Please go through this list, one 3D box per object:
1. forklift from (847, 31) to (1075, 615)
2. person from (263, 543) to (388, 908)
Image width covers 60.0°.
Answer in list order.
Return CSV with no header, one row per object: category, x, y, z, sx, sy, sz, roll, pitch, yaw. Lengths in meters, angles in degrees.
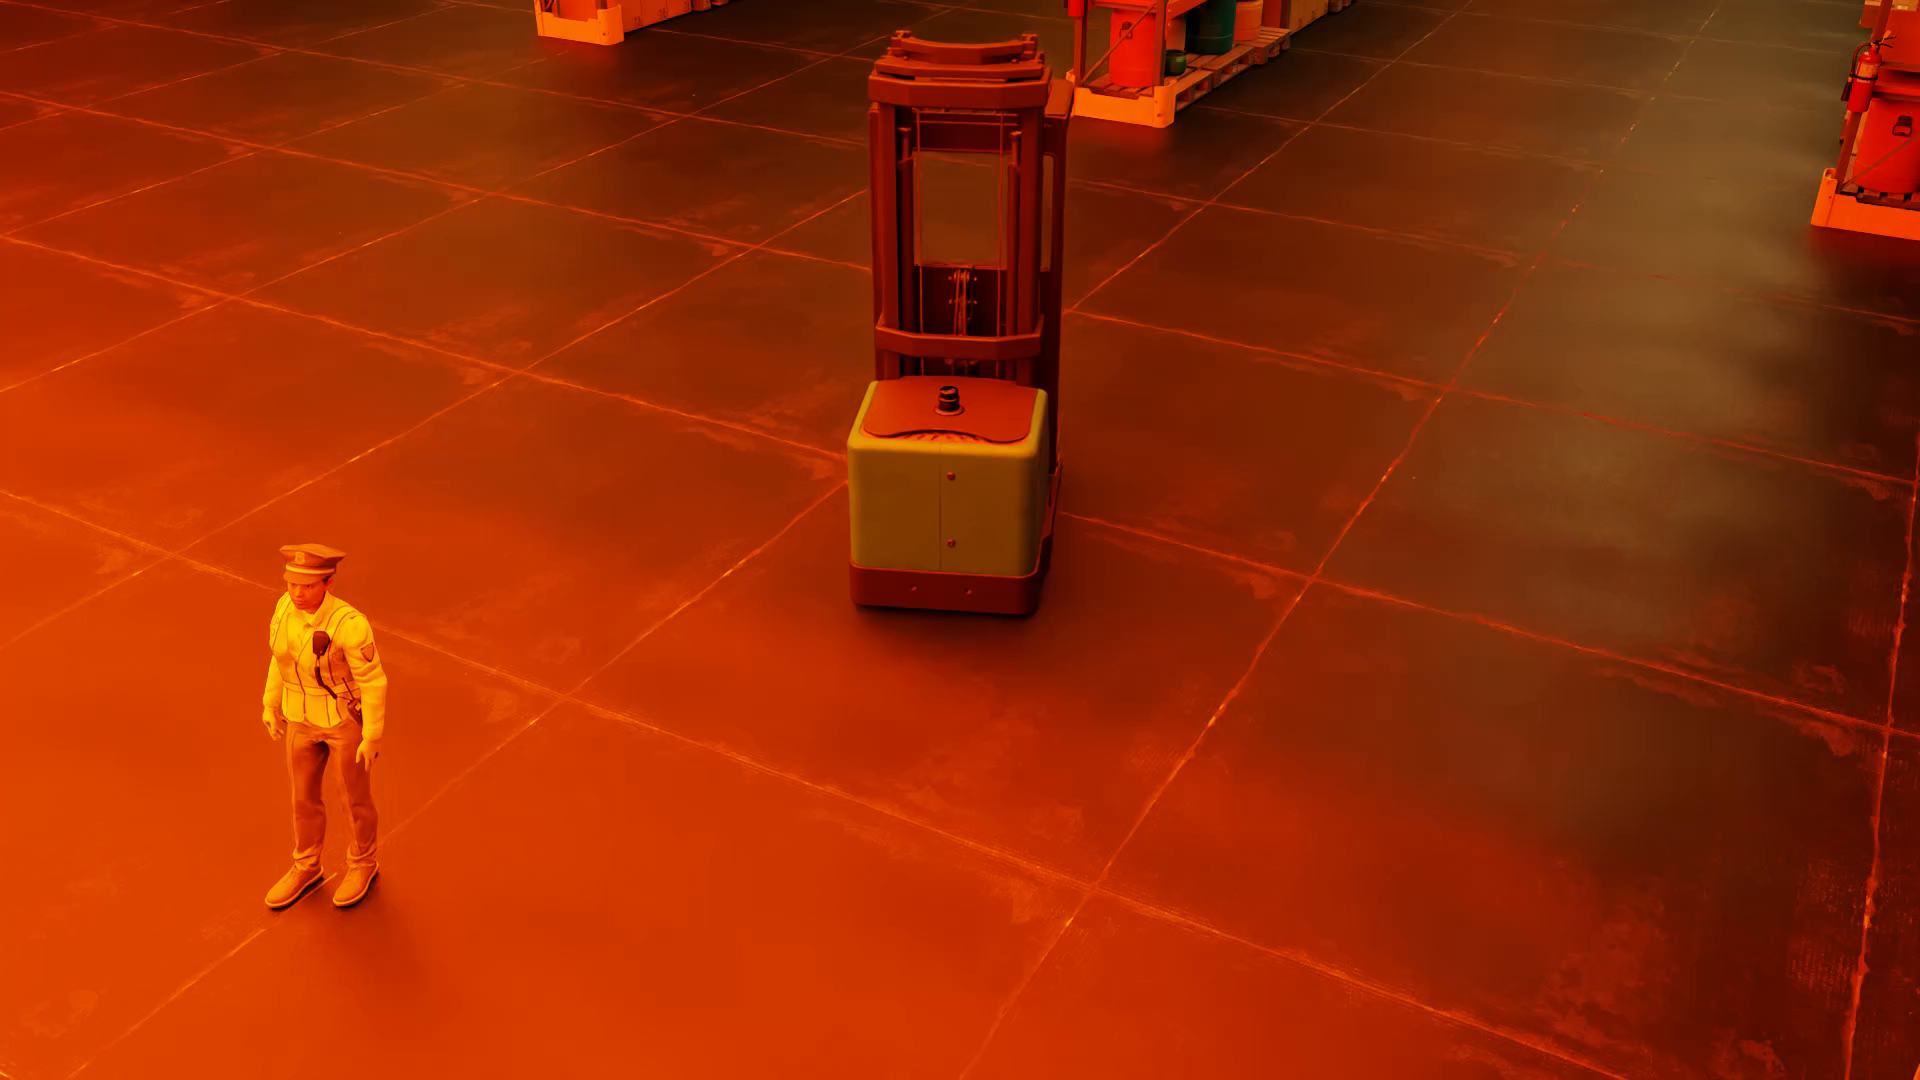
forklift,0.072,-1.572,9.794,1.130,2.935,3.031,3,30,6
person,-2.678,0.786,6.931,0.587,1.694,0.530,11,32,18
